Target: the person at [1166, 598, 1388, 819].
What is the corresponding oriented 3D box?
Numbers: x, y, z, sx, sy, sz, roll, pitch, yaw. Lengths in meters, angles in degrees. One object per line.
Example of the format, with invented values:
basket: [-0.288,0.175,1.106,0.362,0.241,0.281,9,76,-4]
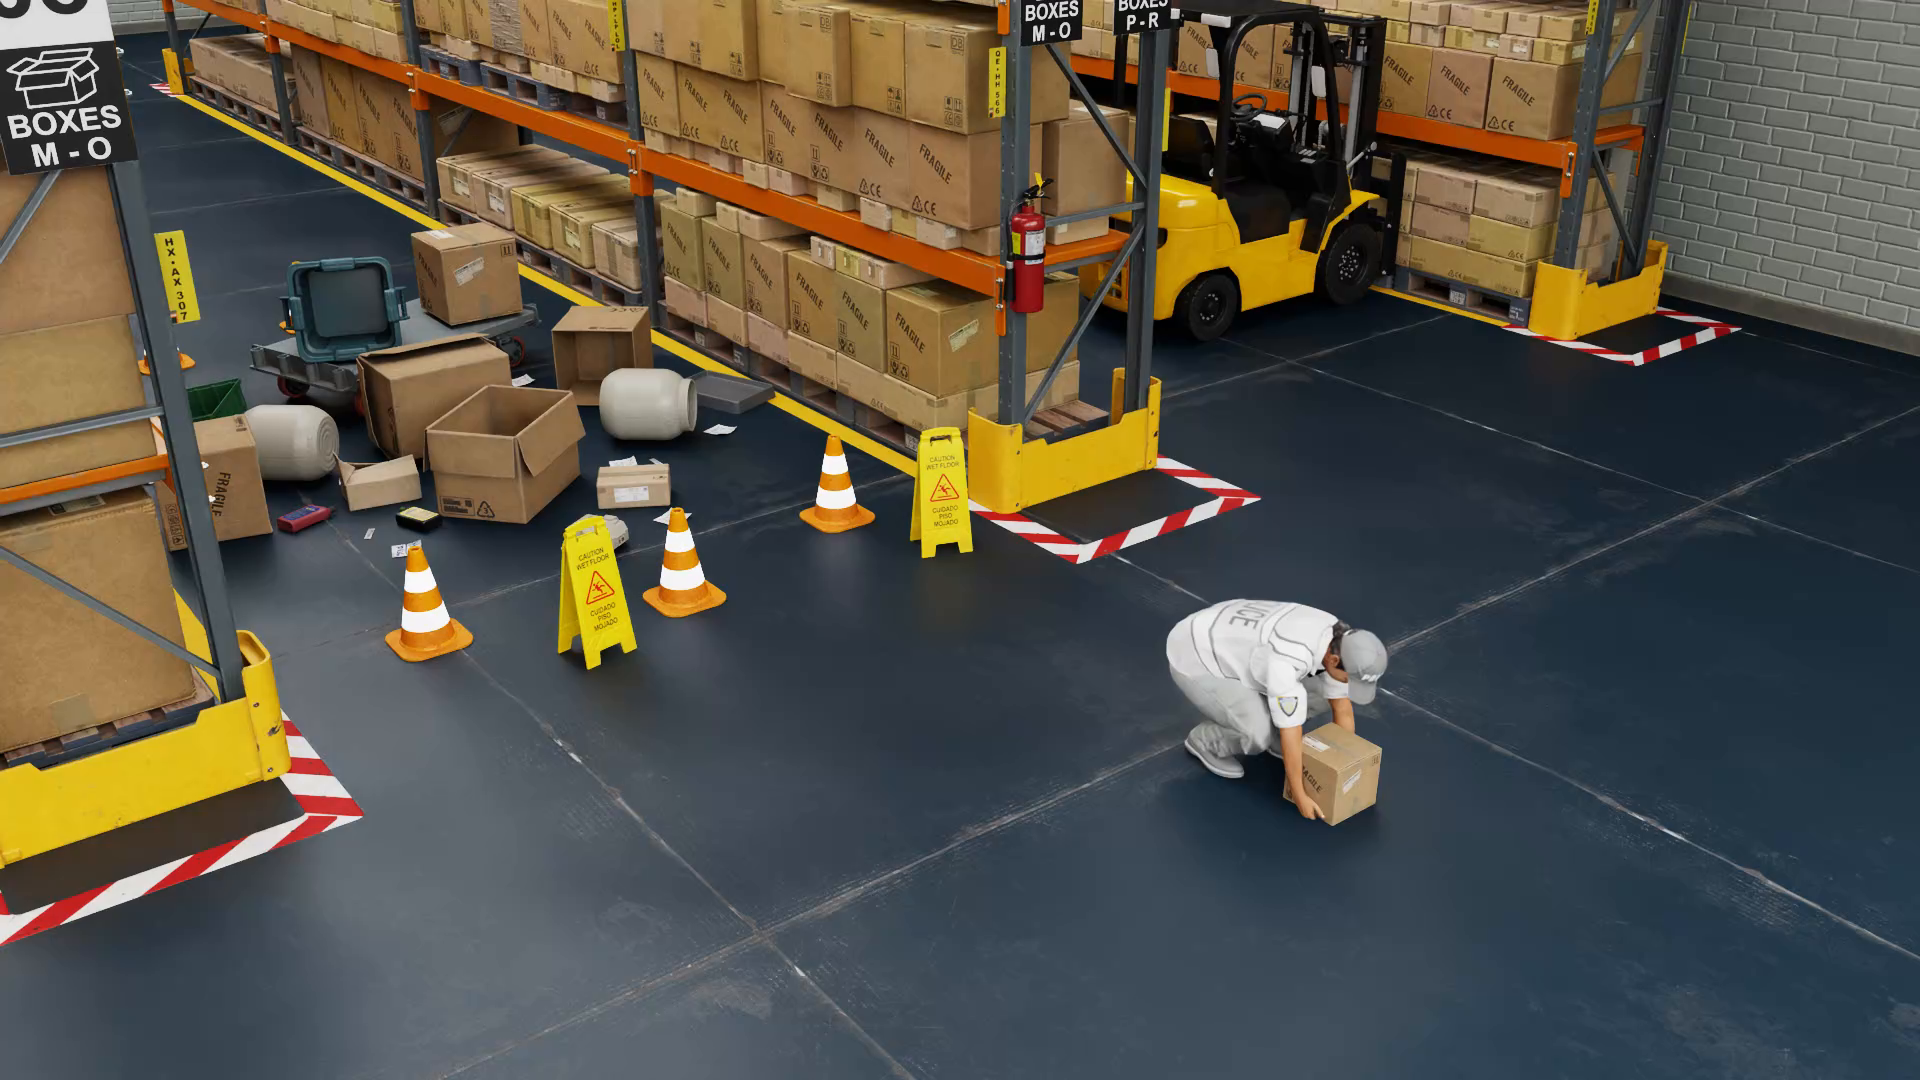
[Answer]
person: [1.224,0.598,6.492,0.509,0.806,0.904,-19,31,-35]
